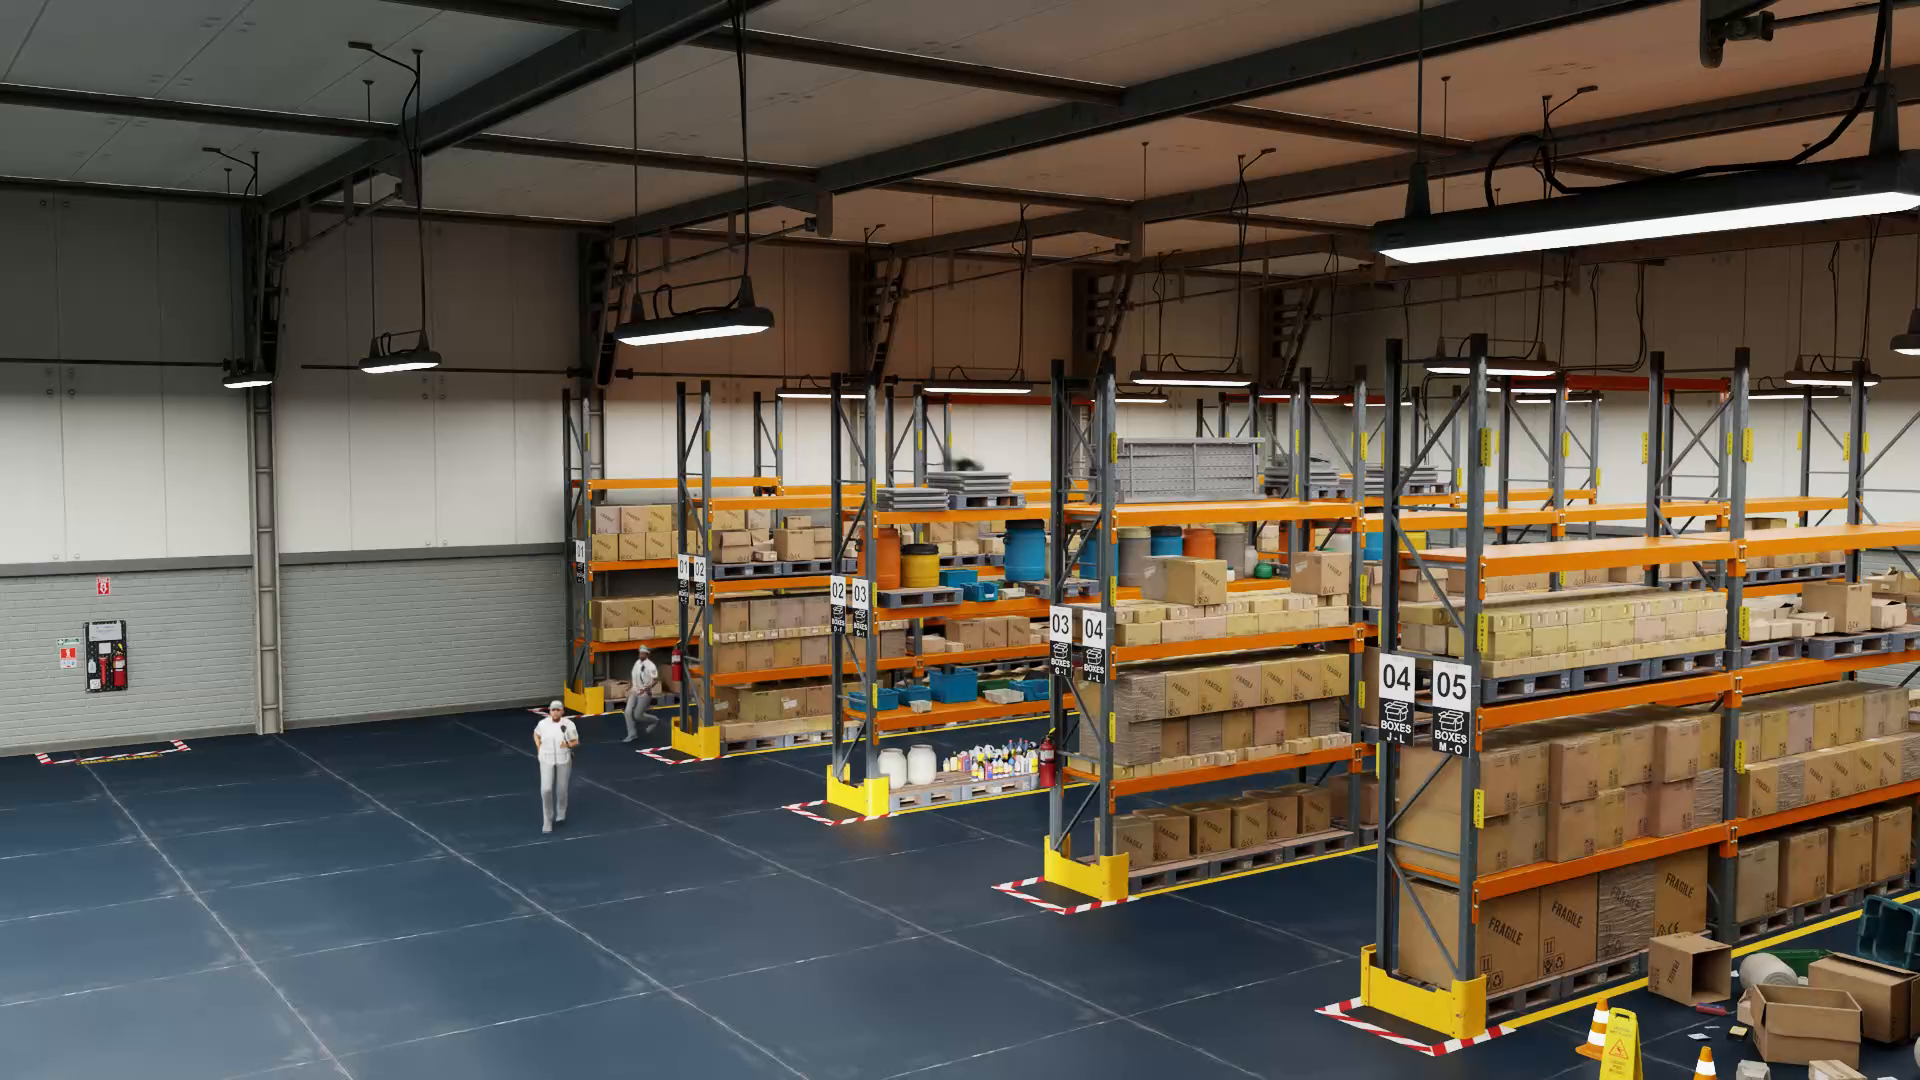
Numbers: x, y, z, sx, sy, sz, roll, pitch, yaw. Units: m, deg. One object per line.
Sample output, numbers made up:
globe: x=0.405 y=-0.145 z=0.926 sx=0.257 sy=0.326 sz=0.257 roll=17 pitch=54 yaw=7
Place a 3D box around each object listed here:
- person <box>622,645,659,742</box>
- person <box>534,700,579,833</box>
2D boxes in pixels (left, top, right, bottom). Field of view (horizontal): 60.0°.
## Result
person: x=-5.309 y=2.568 z=27.975 sx=0.614 sy=1.659 sz=0.654 roll=3 pitch=5 yaw=37
person: x=-5.280 y=2.950 z=21.769 sx=0.584 sy=1.728 sz=0.752 roll=-1 pitch=4 yaw=-13
